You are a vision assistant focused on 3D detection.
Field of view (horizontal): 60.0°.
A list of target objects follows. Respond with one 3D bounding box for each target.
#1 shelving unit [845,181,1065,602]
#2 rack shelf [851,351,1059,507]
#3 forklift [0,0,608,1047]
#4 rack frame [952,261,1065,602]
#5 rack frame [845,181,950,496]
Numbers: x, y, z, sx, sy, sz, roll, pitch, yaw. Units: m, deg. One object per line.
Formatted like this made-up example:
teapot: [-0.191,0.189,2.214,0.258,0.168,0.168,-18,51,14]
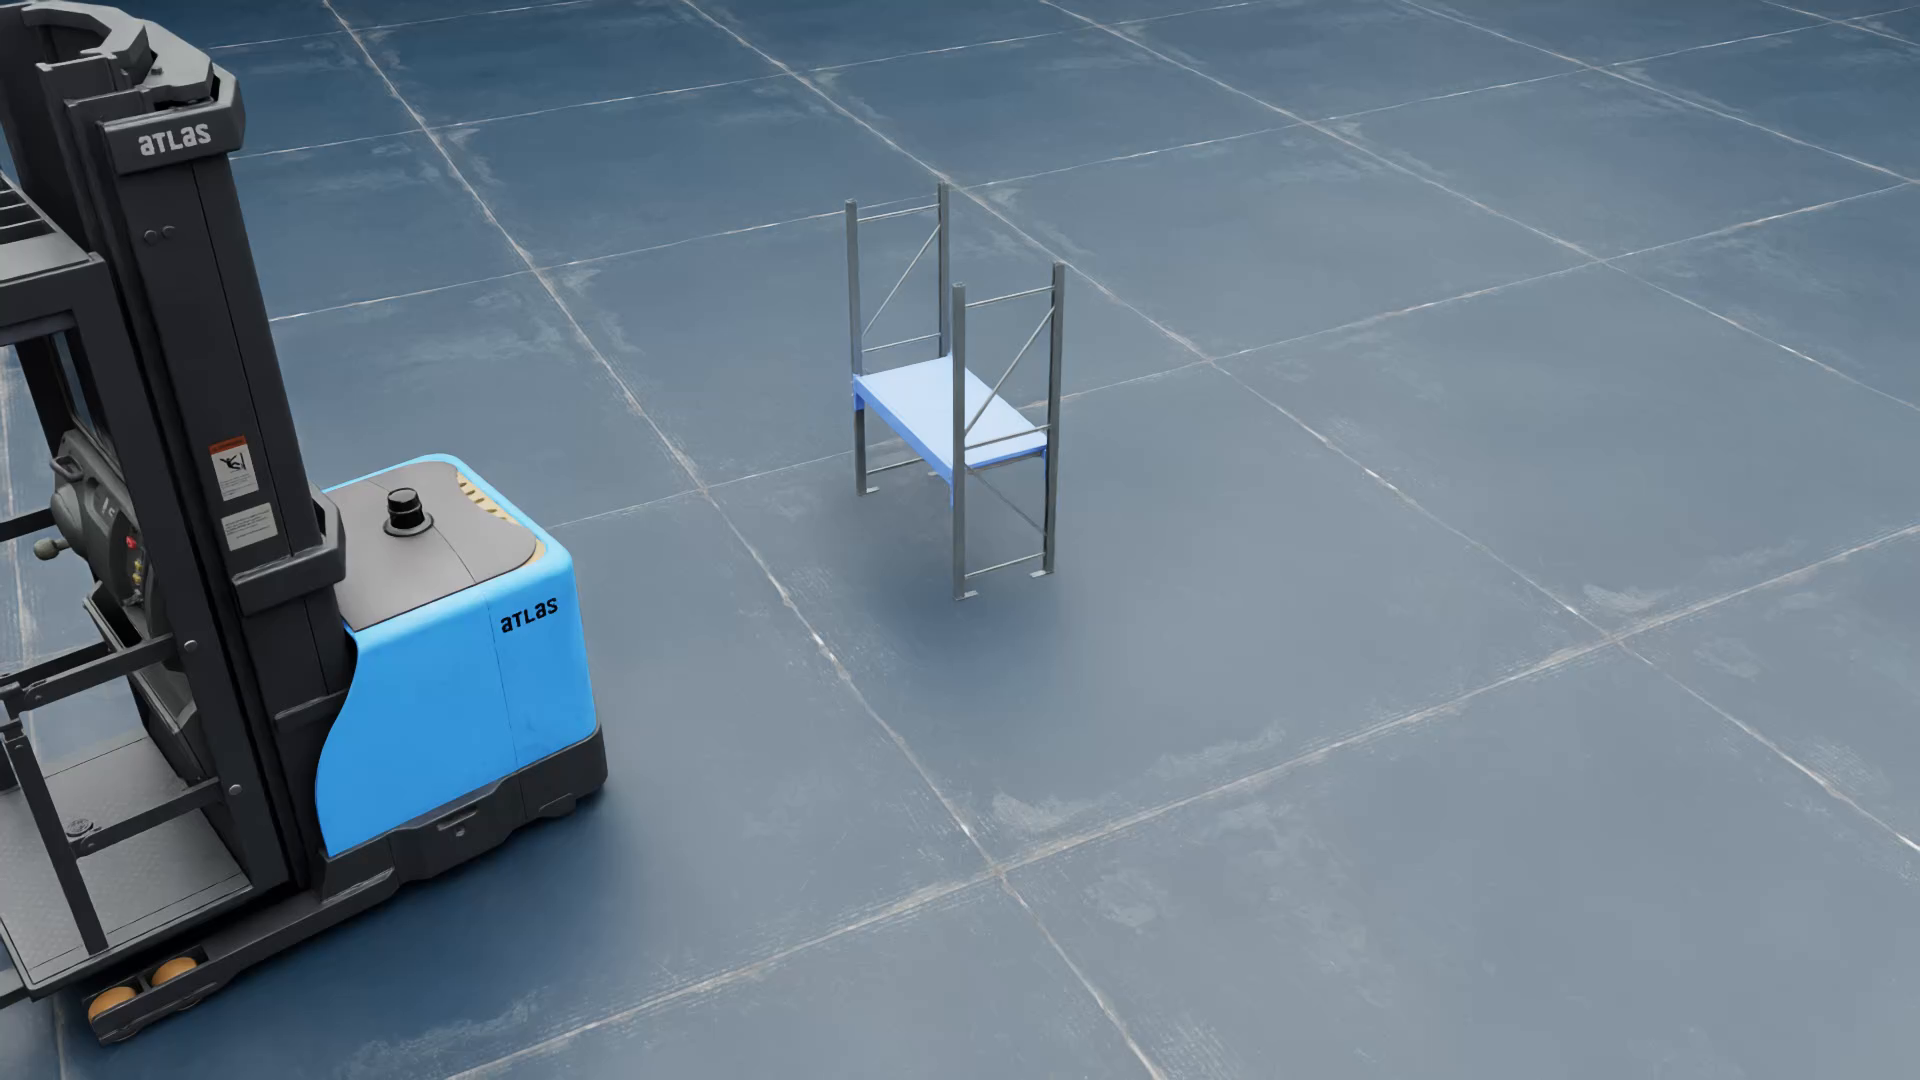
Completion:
shelving unit: [-0.040,-0.672,7.409,0.538,1.500,1.048,-16,36,-23]
rack shelf: [-0.040,-0.521,7.506,0.538,0.185,1.000,-16,36,-23]
forklift: [-2.772,0.031,4.985,3.031,2.935,1.130,-25,40,-33]
rack frame: [0.197,-0.430,7.030,0.500,1.500,0.032,-16,36,-23]
rack frame: [-0.277,-0.915,7.788,0.500,1.500,0.032,-16,36,-23]
